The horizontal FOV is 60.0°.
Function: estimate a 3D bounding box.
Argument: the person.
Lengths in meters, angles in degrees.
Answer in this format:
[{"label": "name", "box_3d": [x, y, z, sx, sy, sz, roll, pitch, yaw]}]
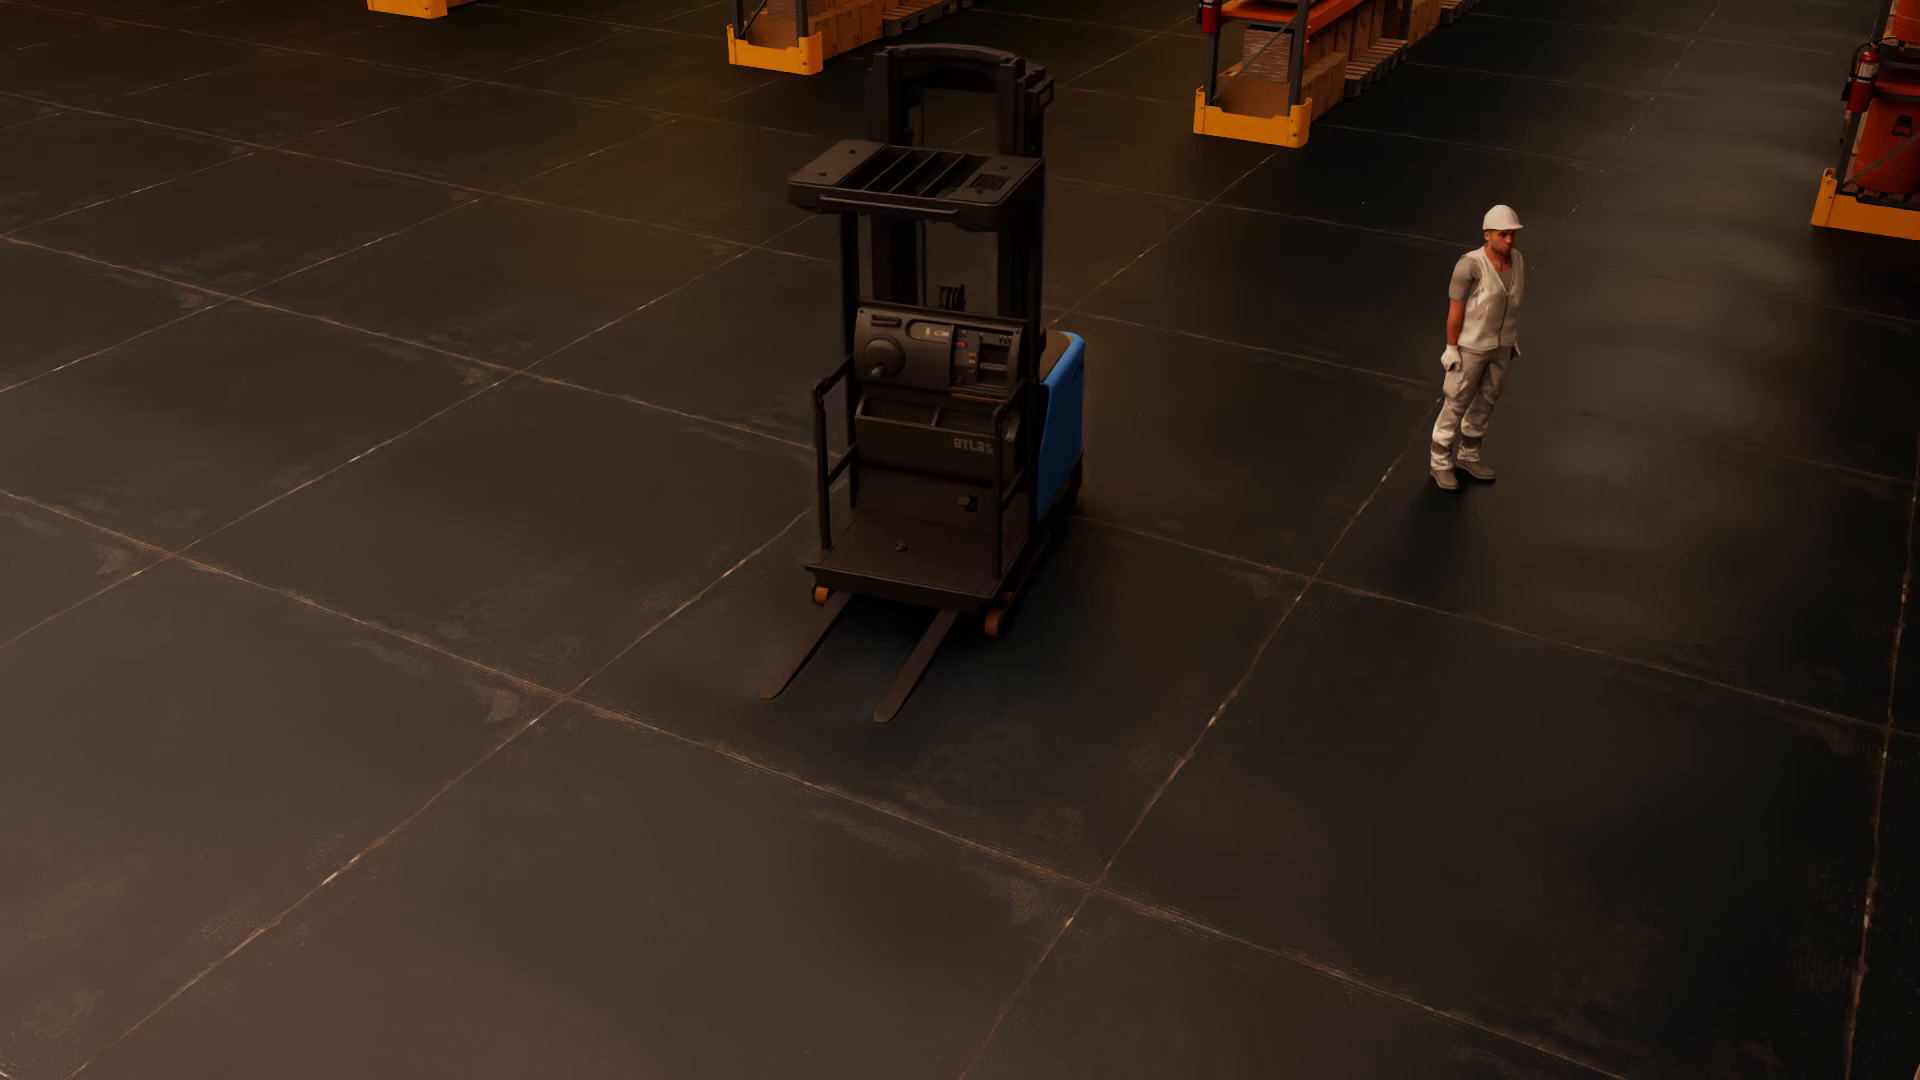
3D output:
[{"label": "person", "box_3d": [3.233, -1.188, 10.269, 0.550, 1.795, 0.352, -13, 32, -21]}]

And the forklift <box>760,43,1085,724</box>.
[{"label": "forklift", "box_3d": [-0.189, -0.963, 8.739, 1.130, 2.935, 3.031, 10, 31, 16]}]
